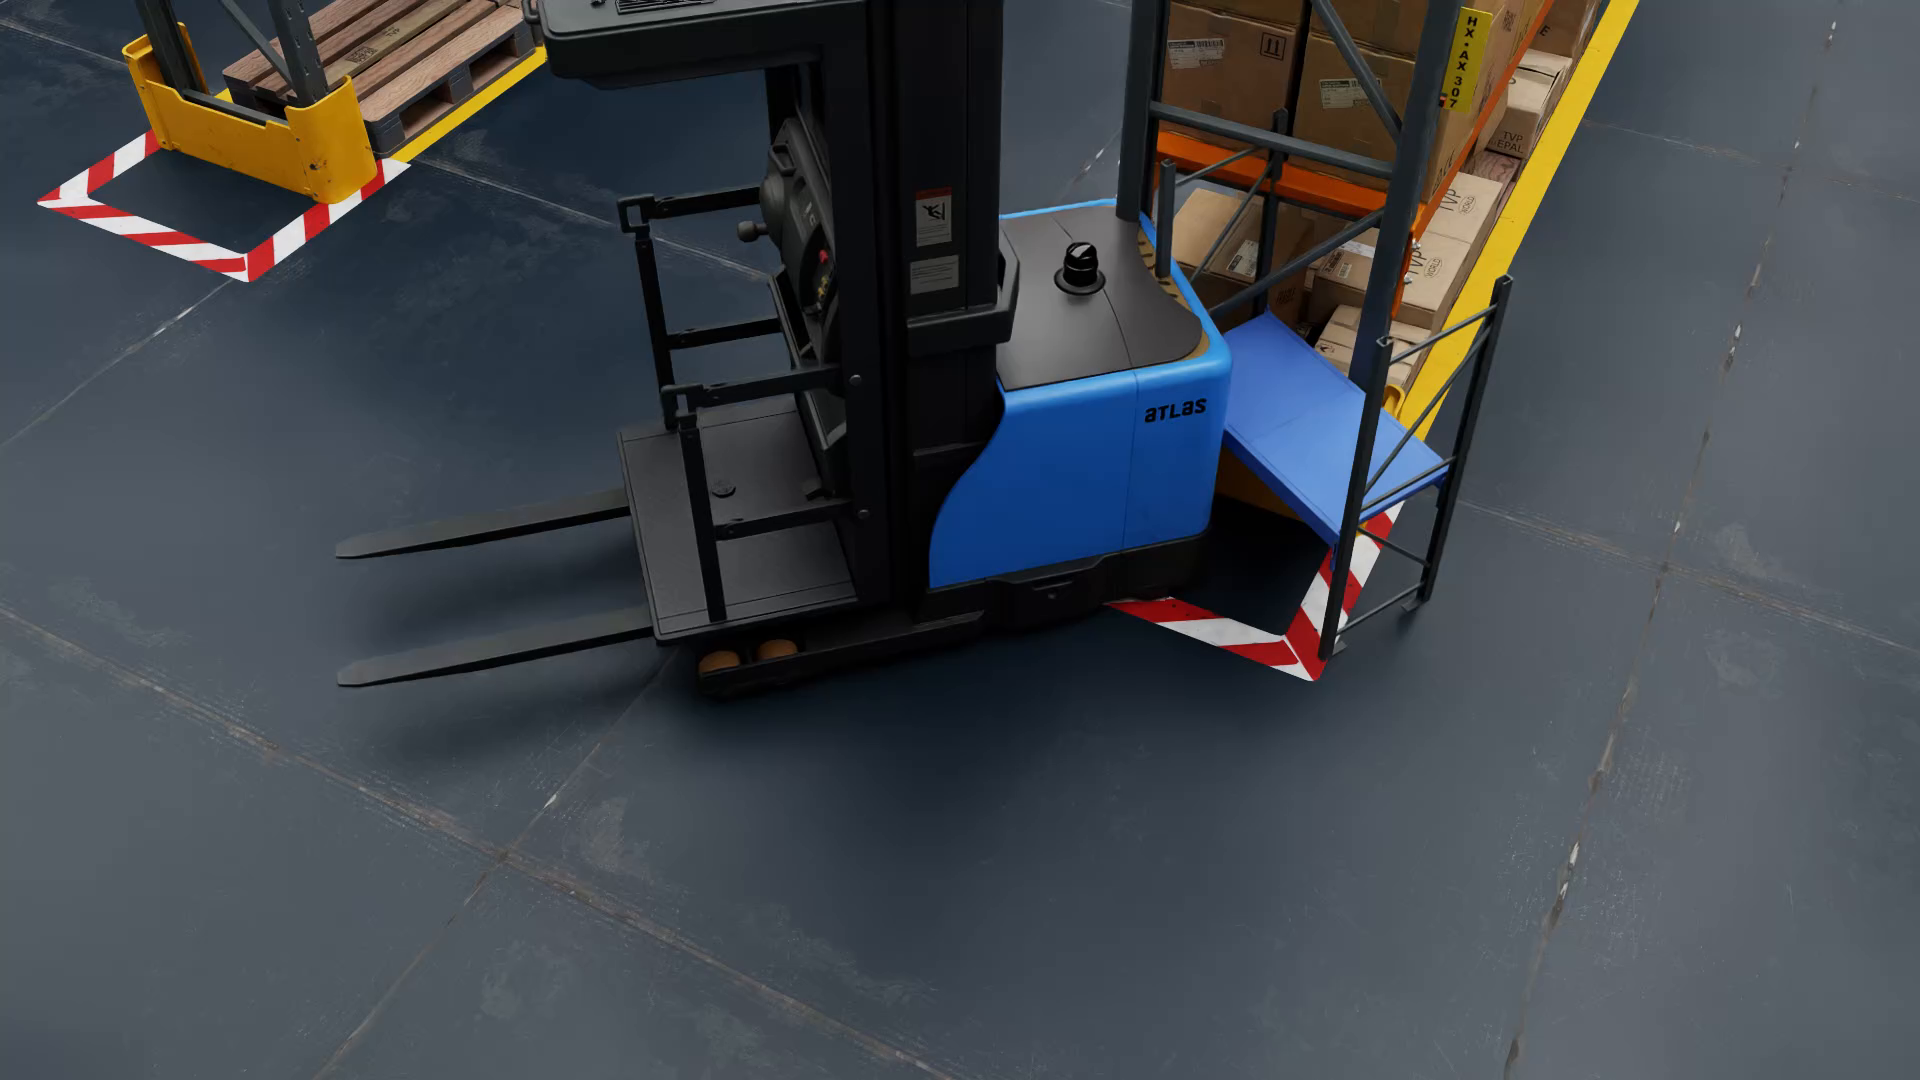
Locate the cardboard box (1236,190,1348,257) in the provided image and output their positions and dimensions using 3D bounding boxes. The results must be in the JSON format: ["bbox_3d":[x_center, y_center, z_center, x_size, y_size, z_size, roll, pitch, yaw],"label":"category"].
[{"bbox_3d":[1.517,-1.496,7.244,0.500,0.250,0.500,20,49,19],"label":"cardboard box"}]

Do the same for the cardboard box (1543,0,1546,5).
[{"bbox_3d":[2.158,-2.480,6.521,0.500,0.500,0.500,21,49,20],"label":"cardboard box"}]

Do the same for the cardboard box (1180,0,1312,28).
[{"bbox_3d":[0.978,-2.053,5.397,0.500,0.500,0.500,20,49,19],"label":"cardboard box"}]

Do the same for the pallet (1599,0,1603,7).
[{"bbox_3d":[3.216,-3.360,9.423,1.003,0.211,1.213,20,49,19],"label":"pallet"}]

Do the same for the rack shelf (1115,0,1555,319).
[{"bbox_3d":[1.943,-2.303,6.923,1.077,0.370,4.000,20,49,19],"label":"rack shelf"}]

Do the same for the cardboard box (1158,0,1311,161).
[{"bbox_3d":[0.982,-1.703,5.754,0.500,0.500,0.500,22,49,20],"label":"cardboard box"}]

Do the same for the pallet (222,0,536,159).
[{"bbox_3d":[-2.953,-2.460,8.533,1.003,0.211,1.213,20,49,19],"label":"pallet"}]

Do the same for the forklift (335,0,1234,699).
[{"bbox_3d":[-0.675,-0.911,5.089,3.031,2.935,1.130,-11,46,-11],"label":"forklift"}]

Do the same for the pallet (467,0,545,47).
[{"bbox_3d":[-2.386,-3.226,9.290,1.003,0.211,1.213,20,49,19],"label":"pallet"}]

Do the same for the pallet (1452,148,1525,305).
[{"bbox_3d":[1.987,-1.631,7.714,1.003,0.211,1.213,20,49,19],"label":"pallet"}]

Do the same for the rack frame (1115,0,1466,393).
[{"bbox_3d":[1.015,-1.296,5.422,1.000,3.000,0.127,20,49,19],"label":"rack frame"}]

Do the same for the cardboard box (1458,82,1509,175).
[{"bbox_3d":[2.004,-1.907,7.472,0.797,0.503,0.637,20,49,19],"label":"cardboard box"}]

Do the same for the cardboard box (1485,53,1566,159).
[{"bbox_3d":[2.510,-2.100,7.798,0.500,0.311,0.500,20,49,19],"label":"cardboard box"}]

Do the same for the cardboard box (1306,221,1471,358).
[{"bbox_3d":[1.751,-1.048,6.800,0.500,0.250,0.500,20,49,19],"label":"cardboard box"}]

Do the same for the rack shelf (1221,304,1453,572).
[{"bbox_3d":[1.173,-0.377,5.769,0.538,0.185,1.000,-27,53,-18],"label":"rack shelf"}]

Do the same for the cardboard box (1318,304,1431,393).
[{"bbox_3d":[1.630,-0.762,6.577,0.380,0.166,0.250,20,49,19],"label":"cardboard box"}]

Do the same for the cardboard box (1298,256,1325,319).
[{"bbox_3d":[1.317,-1.104,6.915,0.380,0.166,0.250,20,49,19],"label":"cardboard box"}]

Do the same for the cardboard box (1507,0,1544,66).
[{"bbox_3d":[1.925,-2.165,6.211,0.500,0.500,0.500,20,49,19],"label":"cardboard box"}]

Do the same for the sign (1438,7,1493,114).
[{"bbox_3d":[1.496,-1.421,4.937,0.100,0.325,0.005,20,49,19],"label":"sign"}]

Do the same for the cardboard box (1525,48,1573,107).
[{"bbox_3d":[2.738,-2.259,8.069,0.380,0.149,0.250,20,49,19],"label":"cardboard box"}]

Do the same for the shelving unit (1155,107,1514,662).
[{"bbox_3d":[1.164,-0.494,5.632,0.538,1.500,1.048,-27,53,-18],"label":"shelving unit"}]

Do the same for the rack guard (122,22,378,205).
[{"bbox_3d":[-3.370,-2.035,7.910,1.175,0.500,0.348,20,49,19],"label":"rack guard"}]

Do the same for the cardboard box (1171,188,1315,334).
[{"bbox_3d":[1.049,-0.996,6.573,0.500,0.500,0.500,20,49,19],"label":"cardboard box"}]

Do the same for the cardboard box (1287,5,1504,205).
[{"bbox_3d":[1.455,-1.523,5.576,0.500,0.500,0.500,21,49,20],"label":"cardboard box"}]

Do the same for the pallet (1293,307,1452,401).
[{"bbox_3d":[1.420,-0.866,6.957,1.003,0.211,1.213,20,49,19],"label":"pallet"}]

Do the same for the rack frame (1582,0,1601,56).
[{"bbox_3d":[2.872,-3.816,7.912,1.000,3.000,0.127,20,49,19],"label":"rack frame"}]

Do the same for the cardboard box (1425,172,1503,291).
[{"bbox_3d":[1.983,-1.363,7.112,0.500,0.250,0.500,20,49,19],"label":"cardboard box"}]

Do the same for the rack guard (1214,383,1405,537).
[{"bbox_3d":[1.050,-0.465,6.358,1.175,0.500,0.348,20,49,19],"label":"rack guard"}]

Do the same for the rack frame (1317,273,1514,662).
[{"bbox_3d":[1.434,-0.176,5.342,0.500,1.500,0.032,-27,53,-18],"label":"rack frame"}]

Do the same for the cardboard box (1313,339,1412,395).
[{"bbox_3d":[1.514,-0.599,6.428,0.380,0.149,0.250,20,49,19],"label":"cardboard box"}]

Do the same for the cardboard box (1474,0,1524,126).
[{"bbox_3d":[1.689,-1.850,5.899,0.500,0.500,0.500,20,49,19],"label":"cardboard box"}]

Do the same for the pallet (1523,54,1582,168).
[{"bbox_3d":[2.552,-2.403,8.477,1.003,0.211,1.213,20,49,19],"label":"pallet"}]

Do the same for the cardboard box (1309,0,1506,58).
[{"bbox_3d":[1.455,-1.875,5.221,0.500,0.500,0.500,22,49,20],"label":"cardboard box"}]

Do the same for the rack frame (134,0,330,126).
[{"bbox_3d":[-3.371,-2.933,7.040,1.000,3.000,0.127,20,49,19],"label":"rack frame"}]

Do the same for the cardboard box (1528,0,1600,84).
[{"bbox_3d":[2.859,-2.639,8.197,0.500,0.500,0.500,20,49,19],"label":"cardboard box"}]

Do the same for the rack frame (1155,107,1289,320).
[{"bbox_3d":[0.894,-0.812,5.922,0.500,1.500,0.032,-27,53,-18],"label":"rack frame"}]
